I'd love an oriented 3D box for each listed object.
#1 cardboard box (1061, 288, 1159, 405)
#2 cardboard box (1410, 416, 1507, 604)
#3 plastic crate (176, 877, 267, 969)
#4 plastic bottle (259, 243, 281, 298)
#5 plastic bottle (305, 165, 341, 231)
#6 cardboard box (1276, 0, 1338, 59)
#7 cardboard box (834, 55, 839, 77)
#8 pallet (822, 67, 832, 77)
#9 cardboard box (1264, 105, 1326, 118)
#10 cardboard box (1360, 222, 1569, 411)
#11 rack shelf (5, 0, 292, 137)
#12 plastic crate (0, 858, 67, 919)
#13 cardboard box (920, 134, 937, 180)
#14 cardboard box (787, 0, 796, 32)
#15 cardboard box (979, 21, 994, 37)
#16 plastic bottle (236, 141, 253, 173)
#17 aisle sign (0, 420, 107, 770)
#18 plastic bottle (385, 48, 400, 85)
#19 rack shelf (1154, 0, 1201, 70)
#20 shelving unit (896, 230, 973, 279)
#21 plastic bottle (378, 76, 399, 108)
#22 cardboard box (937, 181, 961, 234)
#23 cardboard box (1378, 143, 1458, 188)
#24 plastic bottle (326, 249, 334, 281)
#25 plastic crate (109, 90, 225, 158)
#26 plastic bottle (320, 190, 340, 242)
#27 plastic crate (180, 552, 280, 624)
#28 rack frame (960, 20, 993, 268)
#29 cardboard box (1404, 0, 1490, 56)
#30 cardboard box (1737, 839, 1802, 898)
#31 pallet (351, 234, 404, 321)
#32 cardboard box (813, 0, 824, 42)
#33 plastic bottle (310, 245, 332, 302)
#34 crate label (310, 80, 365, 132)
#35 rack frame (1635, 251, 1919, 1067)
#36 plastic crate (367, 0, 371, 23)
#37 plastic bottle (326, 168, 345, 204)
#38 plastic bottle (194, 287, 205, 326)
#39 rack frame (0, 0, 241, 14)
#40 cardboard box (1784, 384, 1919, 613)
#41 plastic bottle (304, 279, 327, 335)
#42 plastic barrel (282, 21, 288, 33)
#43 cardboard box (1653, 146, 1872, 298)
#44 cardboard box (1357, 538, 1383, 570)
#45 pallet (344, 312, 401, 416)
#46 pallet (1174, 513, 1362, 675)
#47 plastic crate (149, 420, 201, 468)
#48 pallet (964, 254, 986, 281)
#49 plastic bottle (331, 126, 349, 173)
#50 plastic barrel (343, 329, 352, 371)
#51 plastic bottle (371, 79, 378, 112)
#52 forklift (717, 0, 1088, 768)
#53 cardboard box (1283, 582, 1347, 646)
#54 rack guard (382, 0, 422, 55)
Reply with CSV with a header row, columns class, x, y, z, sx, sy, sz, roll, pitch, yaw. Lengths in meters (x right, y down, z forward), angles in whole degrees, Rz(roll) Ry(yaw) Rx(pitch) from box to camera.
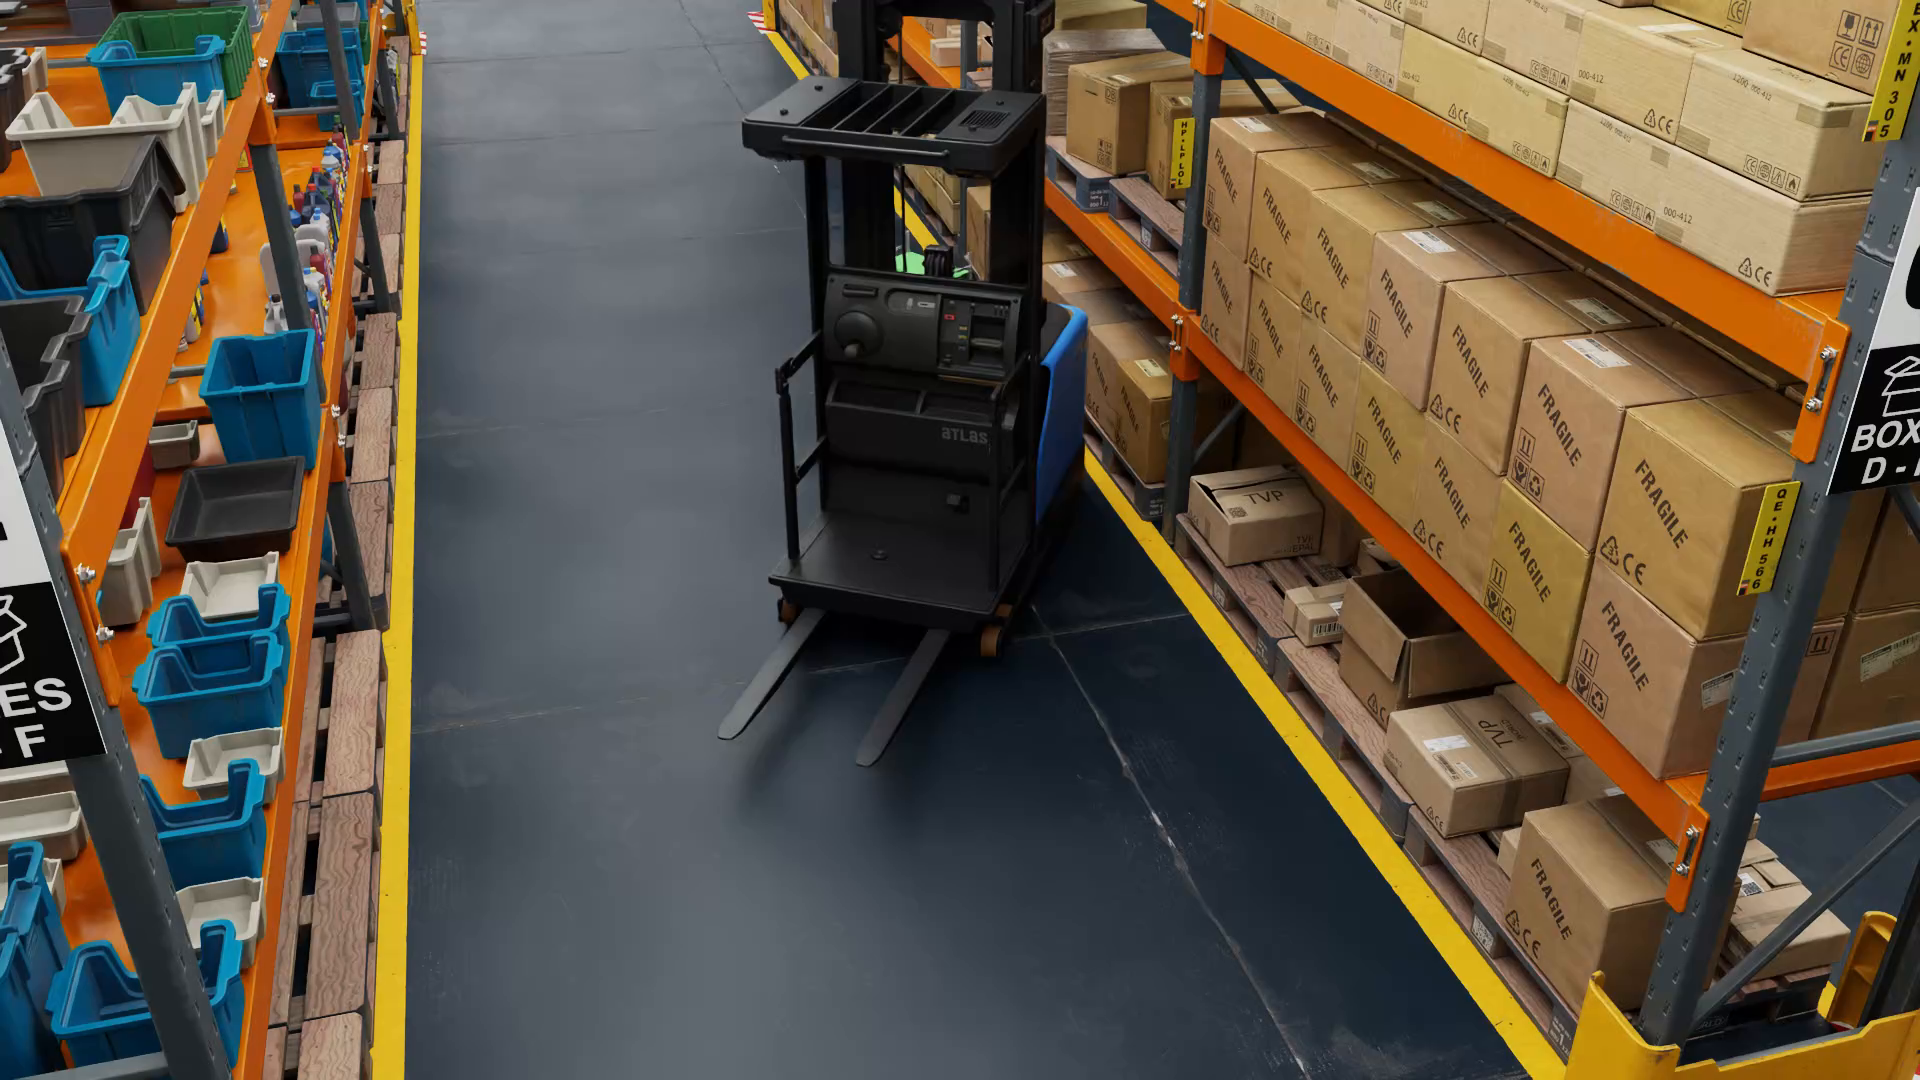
class,x,y,z,sx,sy,sz,roll,pitch,yaw
cardboard box,0.899,-1.150,9.799,0.500,0.500,0.500,-7,31,-13
cardboard box,1.975,-0.142,5.902,0.500,0.500,0.500,-8,31,-13
plastic crate,-1.906,0.989,4.251,0.250,0.136,0.298,-8,31,-13
plastic bottle,-3.362,-1.350,8.211,0.152,0.276,0.135,-8,31,-13
plastic bottle,-3.452,-1.840,8.983,0.144,0.351,0.185,-8,31,-13
cardboard box,1.582,-2.083,6.509,0.500,0.250,0.500,-8,31,-13
cardboard box,-0.895,-4.410,15.700,0.500,0.250,0.500,-8,31,-13
pallet,-0.732,-4.406,16.151,1.003,0.211,1.213,-8,31,-13
cardboard box,1.652,-1.843,8.420,0.700,0.500,0.500,-19,35,-30
cardboard box,1.828,-0.823,6.080,0.500,0.500,0.500,-7,31,-12
rack shelf,-3.745,-2.655,8.067,1.077,0.370,4.000,-8,31,-13
plastic crate,-2.544,0.948,4.321,0.396,0.136,0.243,-8,31,-13
cardboard box,-0.020,-2.996,12.697,0.500,0.311,0.500,-8,31,-14
cardboard box,-1.559,-5.617,17.786,0.500,0.250,0.500,-8,31,-13
cardboard box,0.450,-3.710,12.255,0.500,0.311,0.500,-8,31,-14
plastic bottle,-4.326,-2.349,9.937,0.152,0.276,0.135,-8,31,-13
aisle sign,-1.847,0.100,2.988,0.394,0.787,0.004,-8,31,-13
plastic bottle,-5.364,-4.441,15.634,0.144,0.351,0.185,-7,31,-11
rack shelf,1.032,-3.312,9.201,1.077,0.370,4.000,-8,31,-13
shelving unit,-0.193,-1.099,9.451,0.503,1.200,0.258,25,38,36
plastic bottle,-5.152,-4.055,14.967,0.144,0.351,0.185,-7,31,-12
cardboard box,0.126,-2.504,12.408,0.500,0.250,0.500,-7,31,-12
cardboard box,2.085,-1.378,7.039,0.500,0.500,0.500,-8,31,-14
plastic bottle,-3.220,-1.397,8.368,0.097,0.201,0.097,0,30,0
plastic crate,-2.510,-1.323,5.310,0.293,0.136,0.466,-8,31,-13
plastic bottle,-3.369,-1.739,8.877,0.061,0.283,0.133,-8,31,-13
plastic crate,-2.462,0.187,5.636,0.293,0.136,0.466,-8,31,-13
rack frame,0.501,-3.291,11.441,1.000,3.000,0.127,-8,31,-13
cardboard box,1.841,-1.815,5.548,0.500,0.250,0.500,-8,31,-13
cardboard box,2.778,1.240,6.002,0.380,0.166,0.250,-8,31,-13
pallet,-4.444,-1.807,11.661,1.003,0.211,1.213,-8,31,-13
cardboard box,-1.153,-5.218,16.348,0.500,0.500,0.500,-8,31,-13
plastic bottle,-3.136,-1.315,8.143,0.061,0.283,0.133,-8,31,-13
crate label,-4.026,-2.815,10.786,0.303,0.233,0.416,-8,31,-13
rack frame,2.624,0.573,4.766,1.000,3.000,0.127,-8,31,-13
plastic crate,-4.914,-4.401,13.295,0.402,0.464,0.583,-8,31,-13
plastic bottle,-3.554,-2.005,9.418,0.097,0.201,0.097,0,30,0
plastic bottle,-3.684,-1.190,7.860,0.144,0.351,0.185,-8,31,-13
rack frame,-3.214,-3.299,5.466,1.000,3.000,0.127,-8,31,-13
cardboard box,2.761,-0.153,4.921,0.500,0.500,0.500,-7,31,-12
plastic bottle,-3.067,-1.099,7.779,0.152,0.276,0.135,-8,31,-13
plastic barrel,-4.986,-3.570,11.788,0.433,0.535,0.433,0,30,0
cardboard box,2.234,-0.874,4.420,0.500,0.250,0.500,-8,31,-13
cardboard box,2.145,0.095,7.998,0.380,0.149,0.250,-8,31,-13
pallet,-4.027,-1.052,10.357,1.003,0.211,1.213,-8,31,-13
pallet,1.744,0.180,8.229,1.003,0.211,1.213,-8,31,-13
plastic crate,-3.229,-0.370,6.599,0.396,0.136,0.243,-8,31,-13
pallet,0.662,-1.718,11.508,1.003,0.211,1.213,-8,31,-13
plastic bottle,-3.696,-2.334,9.904,0.061,0.283,0.133,-8,31,-13
plastic barrel,-3.894,-1.244,9.970,0.421,0.512,0.421,0,30,0
plastic bottle,-5.291,-4.036,14.934,0.144,0.351,0.185,-8,31,-13
forklift,-0.239,-0.933,7.435,1.130,2.935,3.031,9,31,15
cardboard box,1.705,0.325,7.584,0.380,0.166,0.250,-8,31,-13
rack guard,-6.334,-5.386,17.556,1.175,0.500,0.348,-8,31,-13
